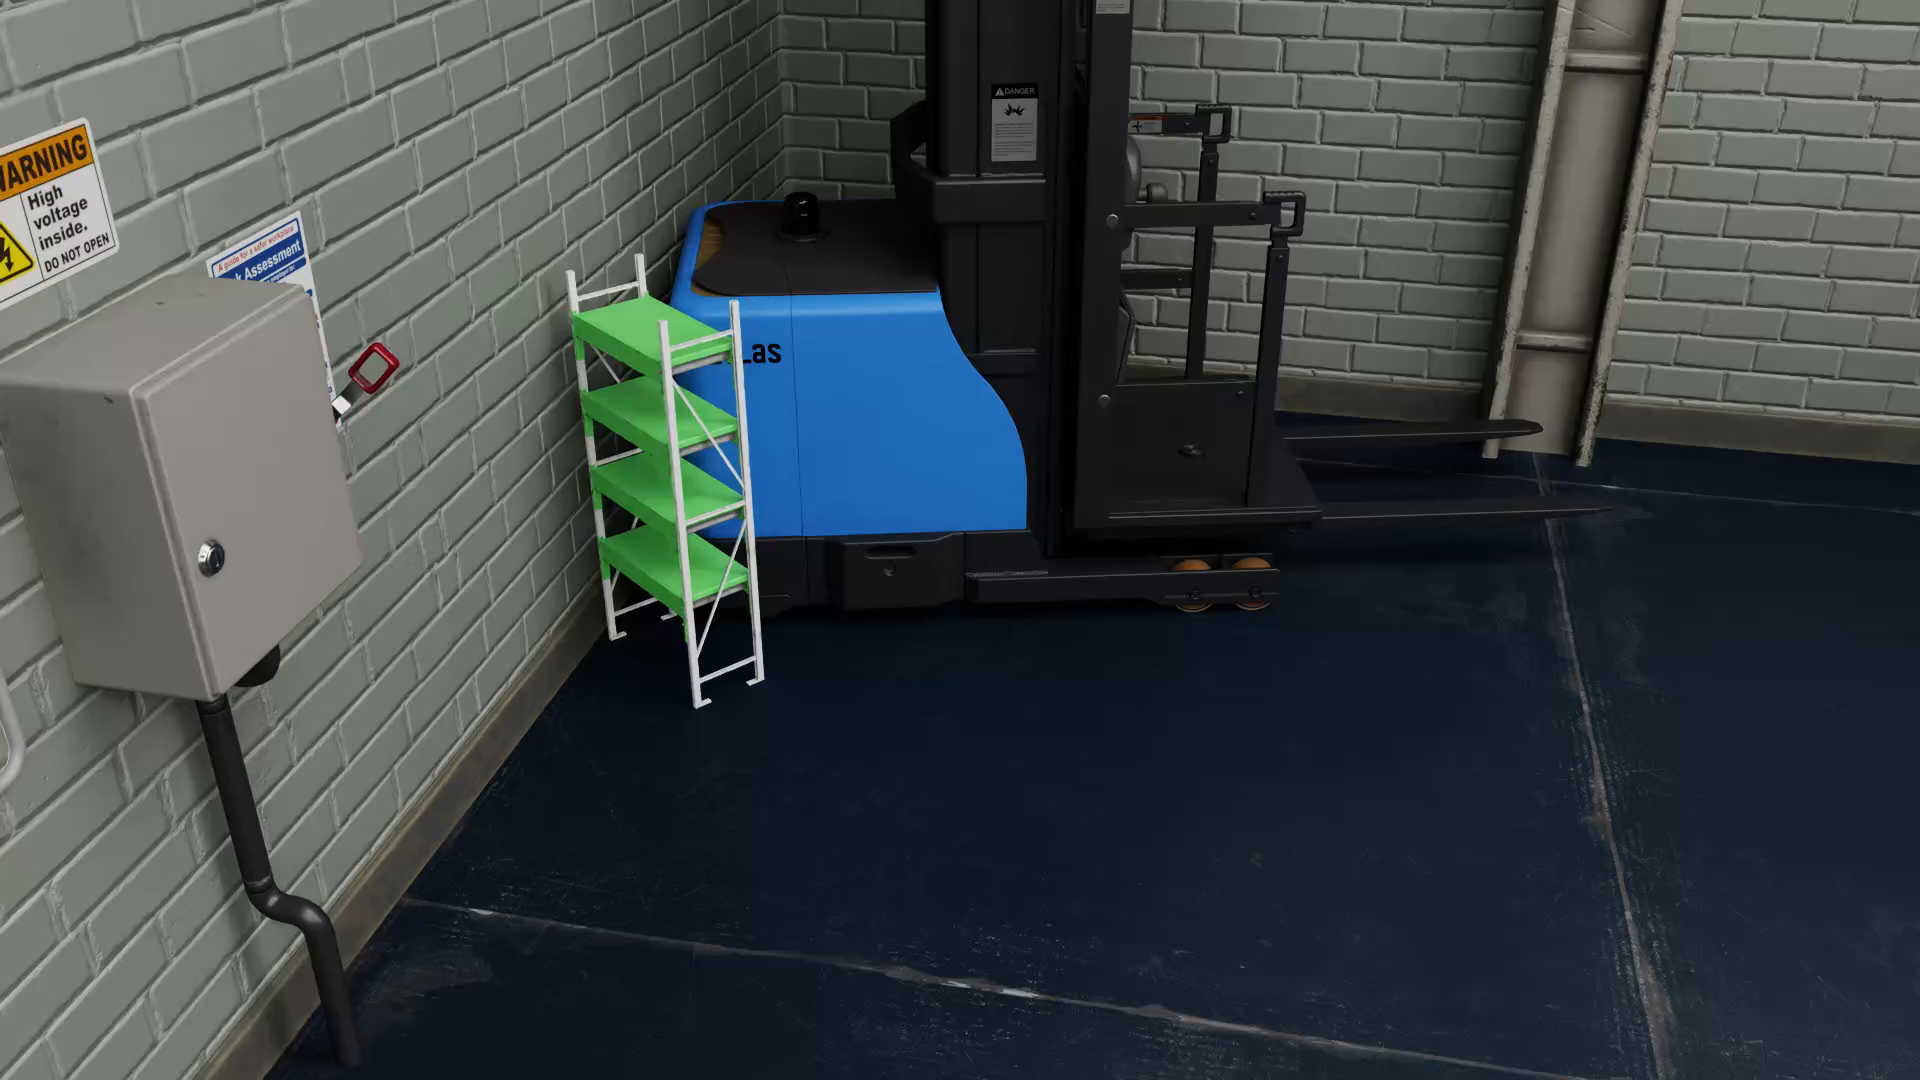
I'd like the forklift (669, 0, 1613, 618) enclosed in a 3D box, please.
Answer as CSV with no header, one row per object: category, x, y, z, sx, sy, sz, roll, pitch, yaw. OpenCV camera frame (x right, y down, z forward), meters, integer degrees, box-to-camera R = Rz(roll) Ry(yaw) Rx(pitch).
forklift,0.622,-1.306,5.084,3.031,2.935,1.130,-2,29,-4

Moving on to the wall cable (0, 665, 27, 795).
wall cable,-1.610,-0.326,2.163,0.122,1.984,0.588,6,29,11

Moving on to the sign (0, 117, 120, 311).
sign,-1.528,-0.542,2.756,0.001,0.242,0.339,6,29,11

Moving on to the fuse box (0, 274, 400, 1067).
fuse box,-1.314,0.380,3.273,0.414,1.711,0.539,6,29,11

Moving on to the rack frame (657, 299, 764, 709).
rack frame,-0.684,-0.073,4.635,0.240,1.200,0.015,-22,36,-34

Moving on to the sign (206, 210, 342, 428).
sign,-1.413,-0.396,3.448,0.001,0.494,0.329,6,29,11

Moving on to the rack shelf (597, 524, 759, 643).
rack shelf,-0.841,0.104,4.944,0.258,0.148,0.480,-22,36,-34

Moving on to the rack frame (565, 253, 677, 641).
rack frame,-0.999,-0.252,4.961,0.240,1.200,0.015,-22,36,-34

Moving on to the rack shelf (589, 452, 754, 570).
rack shelf,-0.841,-0.107,4.829,0.258,0.148,0.480,-22,36,-34

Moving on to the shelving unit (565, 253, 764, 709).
shelving unit,-0.841,-0.163,4.798,0.258,1.200,0.503,-22,36,-34

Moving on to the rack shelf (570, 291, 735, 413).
rack shelf,-0.841,-0.528,4.598,0.258,0.148,0.480,-22,36,-34

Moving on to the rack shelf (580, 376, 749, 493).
rack shelf,-0.841,-0.317,4.713,0.258,0.148,0.480,-22,36,-34

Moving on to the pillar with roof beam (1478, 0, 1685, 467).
pillar with roof beam,1.310,-2.293,0.568,0.400,9.000,9.100,6,29,11
